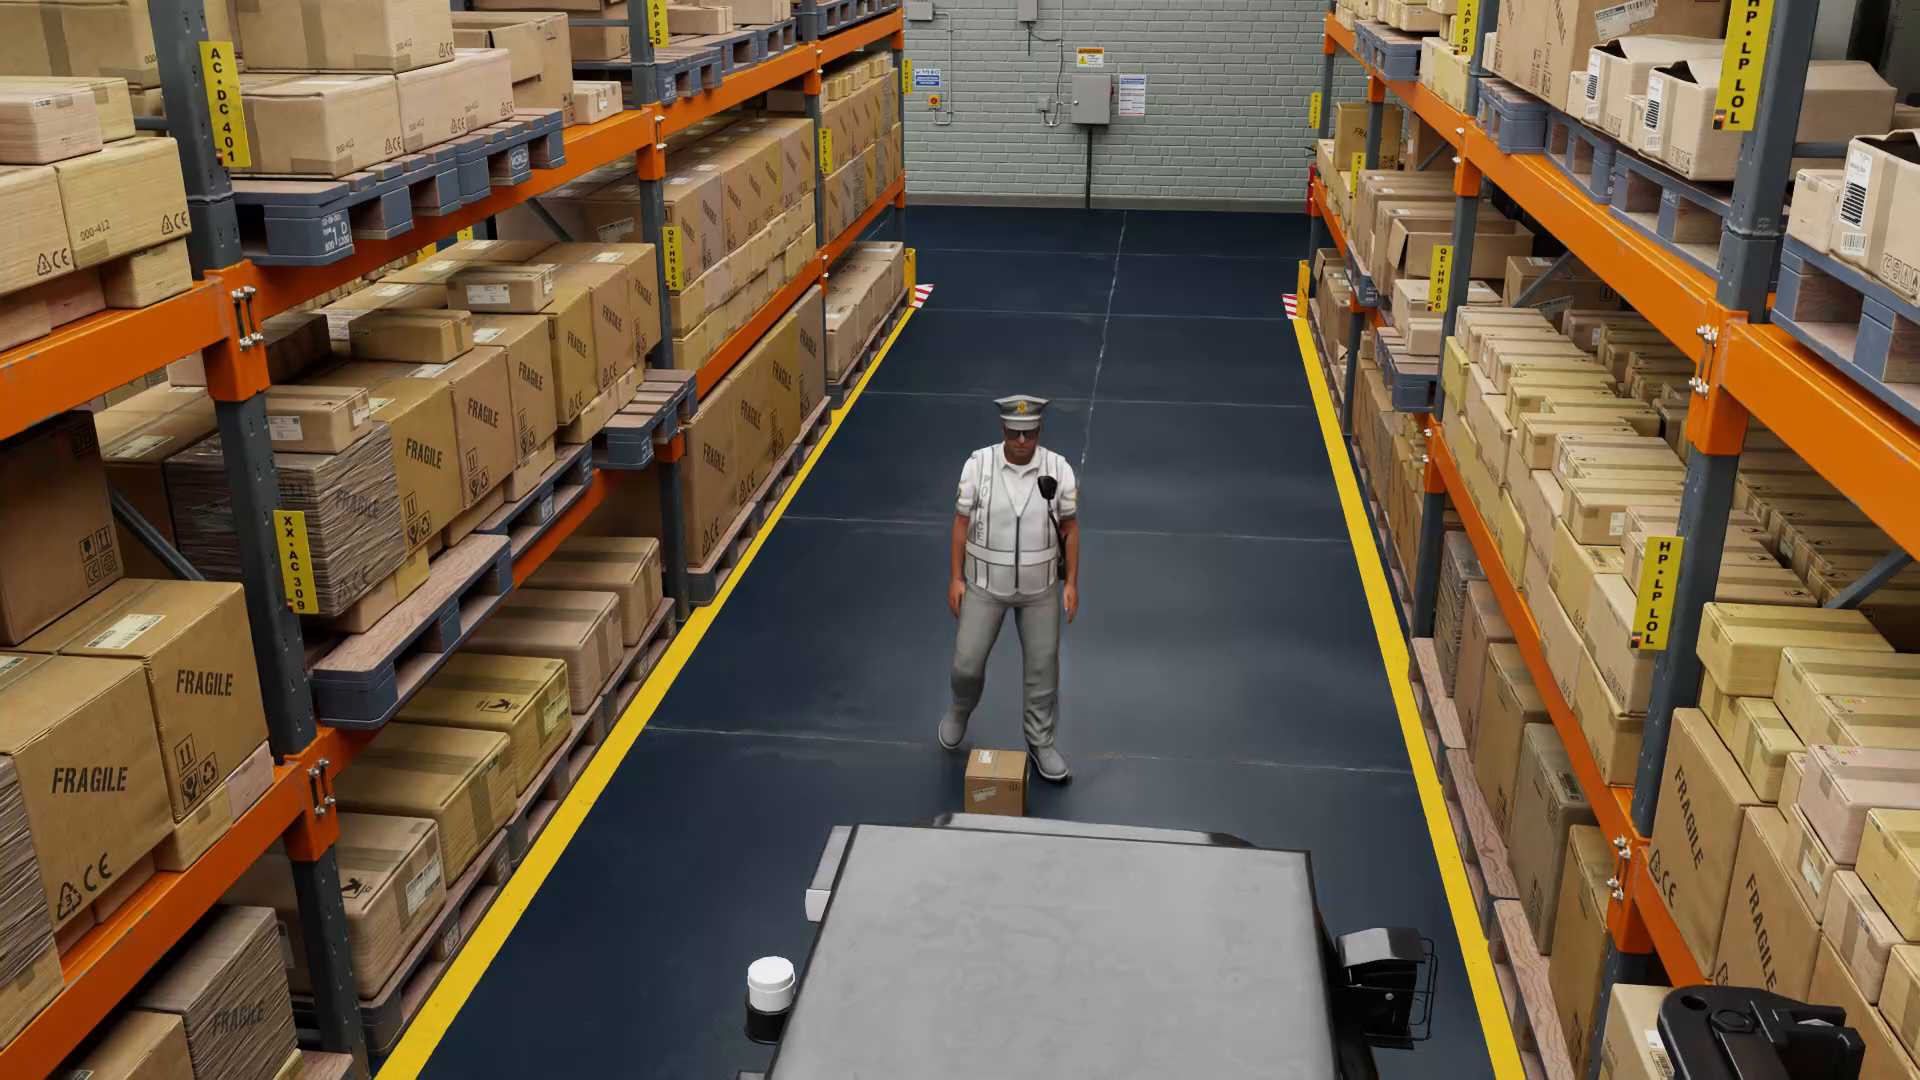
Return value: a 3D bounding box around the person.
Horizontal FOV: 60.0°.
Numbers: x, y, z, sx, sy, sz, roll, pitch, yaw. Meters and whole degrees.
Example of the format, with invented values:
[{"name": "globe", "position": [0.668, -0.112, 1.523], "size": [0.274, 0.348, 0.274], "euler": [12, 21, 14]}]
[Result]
[{"name": "person", "position": [0.222, 0.189, 7.511], "size": [0.638, 1.761, 0.585], "euler": [-2, 21, -5]}]
